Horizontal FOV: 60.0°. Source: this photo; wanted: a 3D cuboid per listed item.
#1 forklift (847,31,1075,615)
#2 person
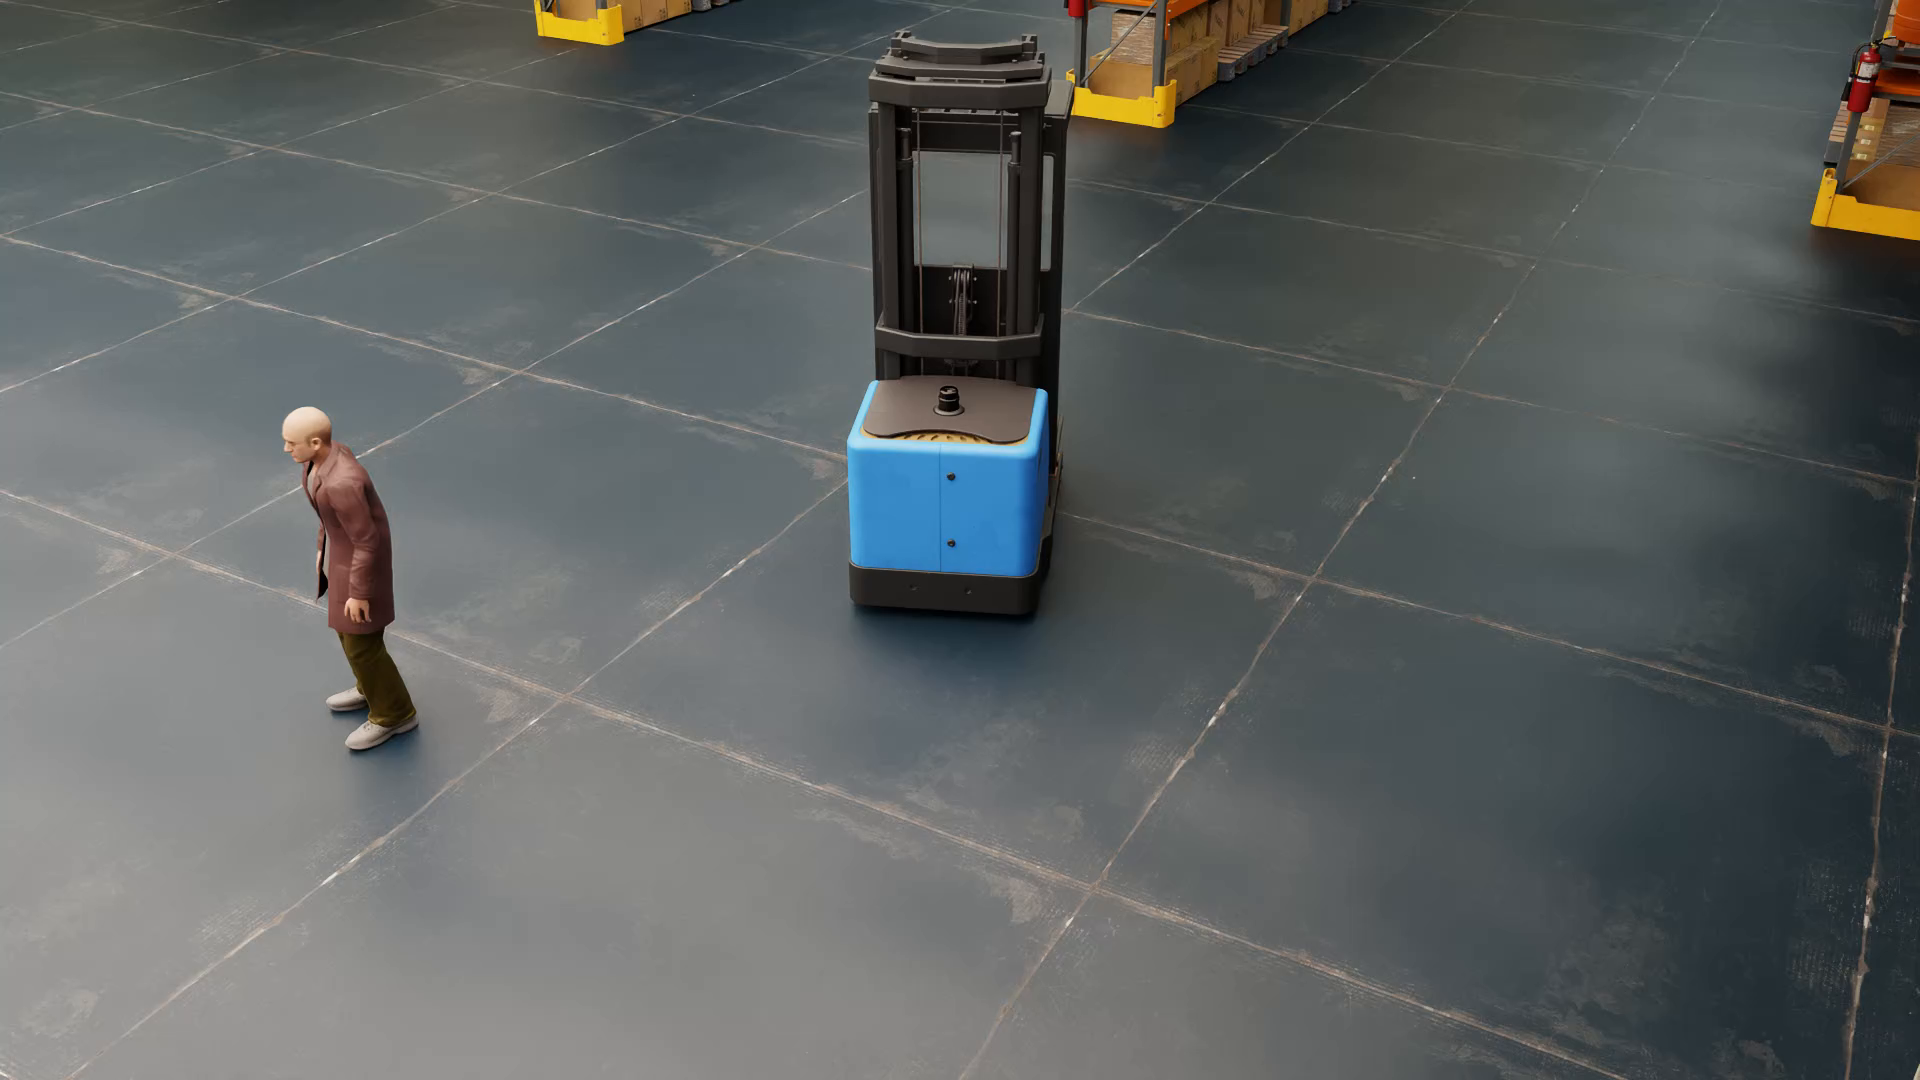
[{"bbox_3d":[0.072,-1.572,9.794,1.130,2.935,3.031,3,30,6],"label":"forklift"},{"bbox_3d":[-2.921,0.156,7.958,0.422,1.774,0.655,-17,34,-27],"label":"person"}]
